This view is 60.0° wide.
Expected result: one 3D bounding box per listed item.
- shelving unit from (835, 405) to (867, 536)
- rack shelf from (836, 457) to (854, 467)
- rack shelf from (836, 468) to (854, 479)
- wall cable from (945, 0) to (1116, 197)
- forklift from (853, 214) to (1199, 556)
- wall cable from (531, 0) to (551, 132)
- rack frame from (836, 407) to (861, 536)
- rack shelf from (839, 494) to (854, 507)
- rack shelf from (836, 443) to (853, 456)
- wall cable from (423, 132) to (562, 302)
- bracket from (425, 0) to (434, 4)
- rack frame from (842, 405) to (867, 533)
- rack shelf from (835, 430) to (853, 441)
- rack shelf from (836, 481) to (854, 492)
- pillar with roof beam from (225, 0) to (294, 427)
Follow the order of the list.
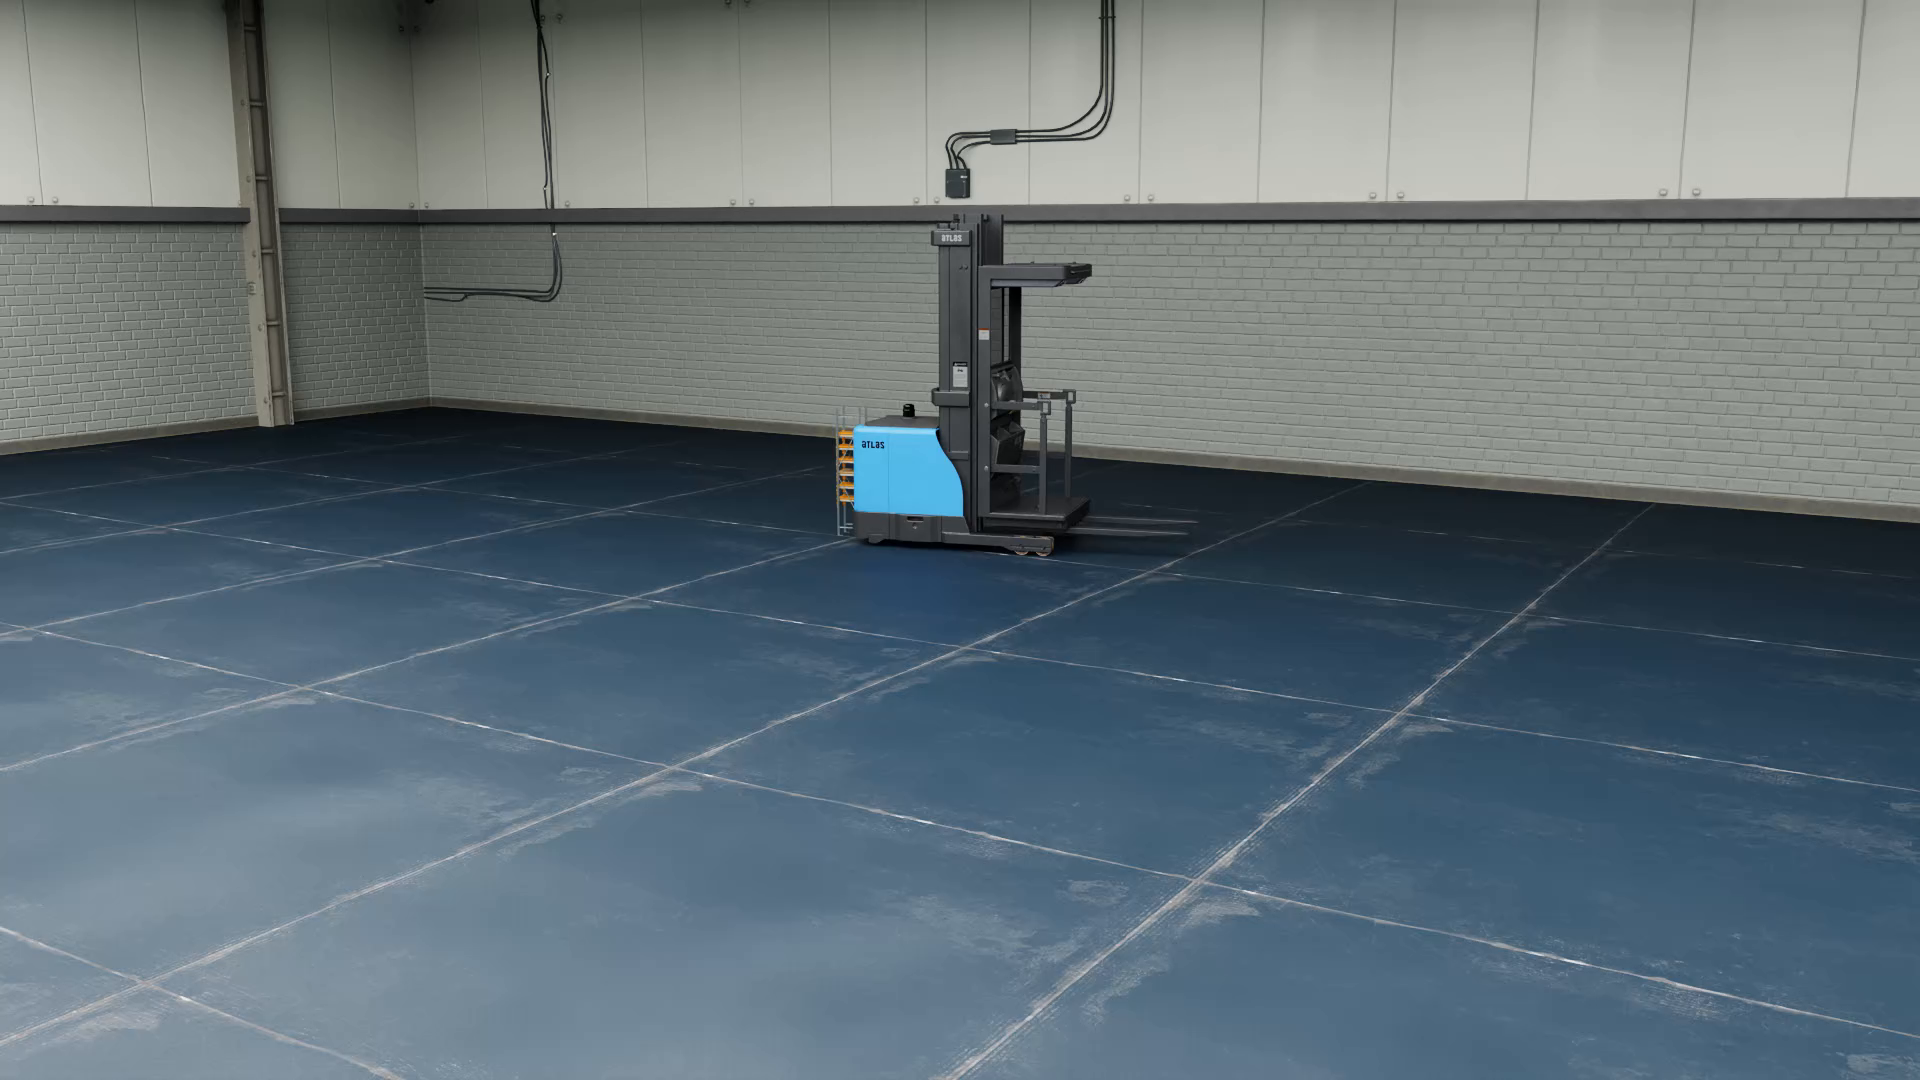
[{"bbox_3d":[-0.997,-0.640,15.407,0.258,1.200,0.189,3,11,15],"label":"shelving unit"},{"bbox_3d":[-0.997,-0.714,15.393,0.258,0.103,0.180,3,11,15],"label":"rack shelf"},{"bbox_3d":[-0.997,-0.596,15.415,0.258,0.103,0.180,3,11,15],"label":"rack shelf"},{"bbox_3d":[0.818,-7.196,19.991,2.305,6.003,0.169,6,12,31],"label":"wall cable"},{"bbox_3d":[0.605,-1.408,14.805,3.031,2.935,1.130,3,11,16],"label":"forklift"},{"bbox_3d":[-4.975,-7.131,23.602,3.097,2.526,0.112,6,12,31],"label":"wall cable"},{"bbox_3d":[-1.021,-0.624,15.320,0.240,1.200,0.006,3,11,15],"label":"rack frame"},{"bbox_3d":[-0.997,-0.360,15.459,0.258,0.103,0.180,3,11,15],"label":"rack shelf"},{"bbox_3d":[-0.997,-0.832,15.371,0.258,0.103,0.180,3,11,15],"label":"rack shelf"},{"bbox_3d":[-7.287,-4.907,25.447,3.097,2.526,0.112,6,12,31],"label":"wall cable"},{"bbox_3d":[-8.198,-8.270,25.189,0.235,0.232,0.430,6,12,31],"label":"bracket"},{"bbox_3d":[-0.974,-0.656,15.494,0.240,1.200,0.006,3,11,15],"label":"rack frame"},{"bbox_3d":[-0.997,-0.950,15.349,0.258,0.103,0.180,3,11,15],"label":"rack shelf"},{"bbox_3d":[-0.997,-0.478,15.437,0.258,0.103,0.180,3,11,15],"label":"rack shelf"},{"bbox_3d":[-6.268,-5.685,21.164,9.100,9.000,0.400,6,12,31],"label":"pillar with roof beam"}]
